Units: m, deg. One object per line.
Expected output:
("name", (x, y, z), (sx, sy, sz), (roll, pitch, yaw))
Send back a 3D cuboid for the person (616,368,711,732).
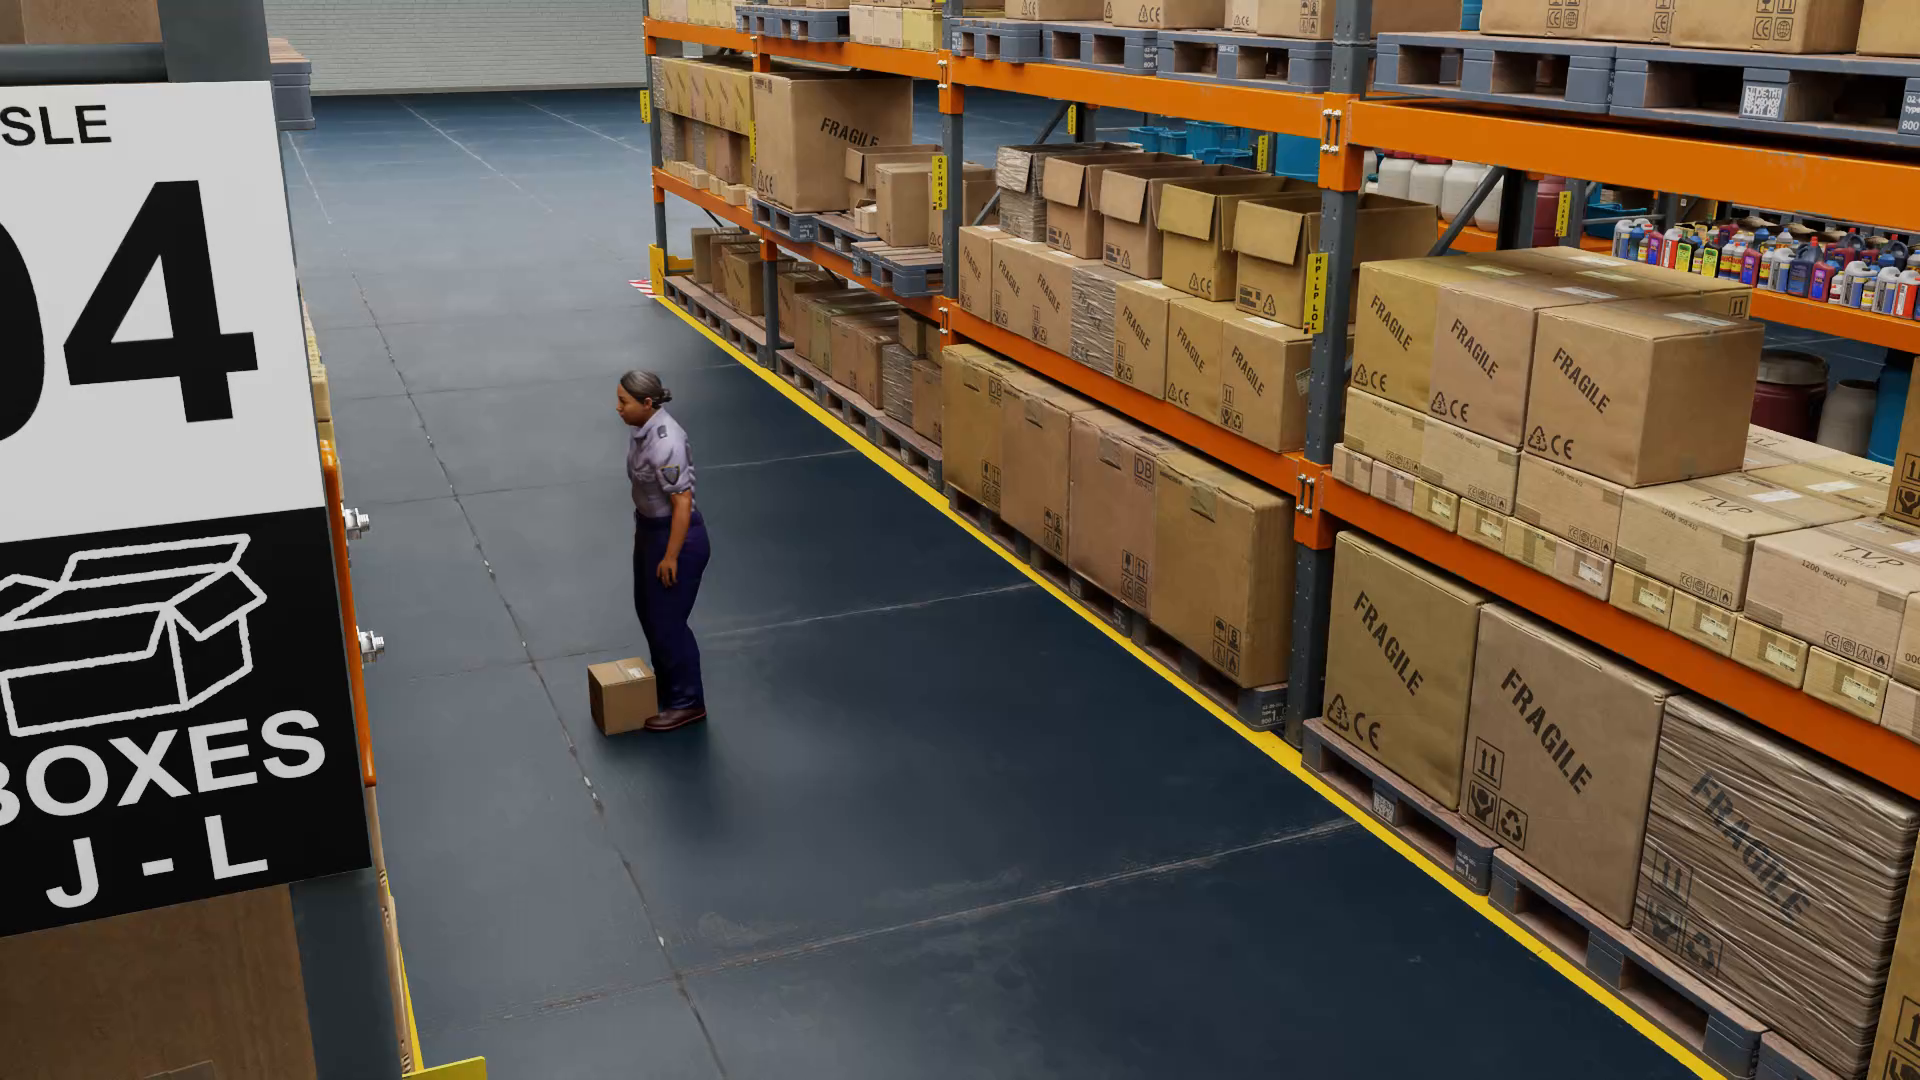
("person", (-1.338, 0.019, 7.520), (0.367, 1.652, 0.543), (-8, 21, -22))
